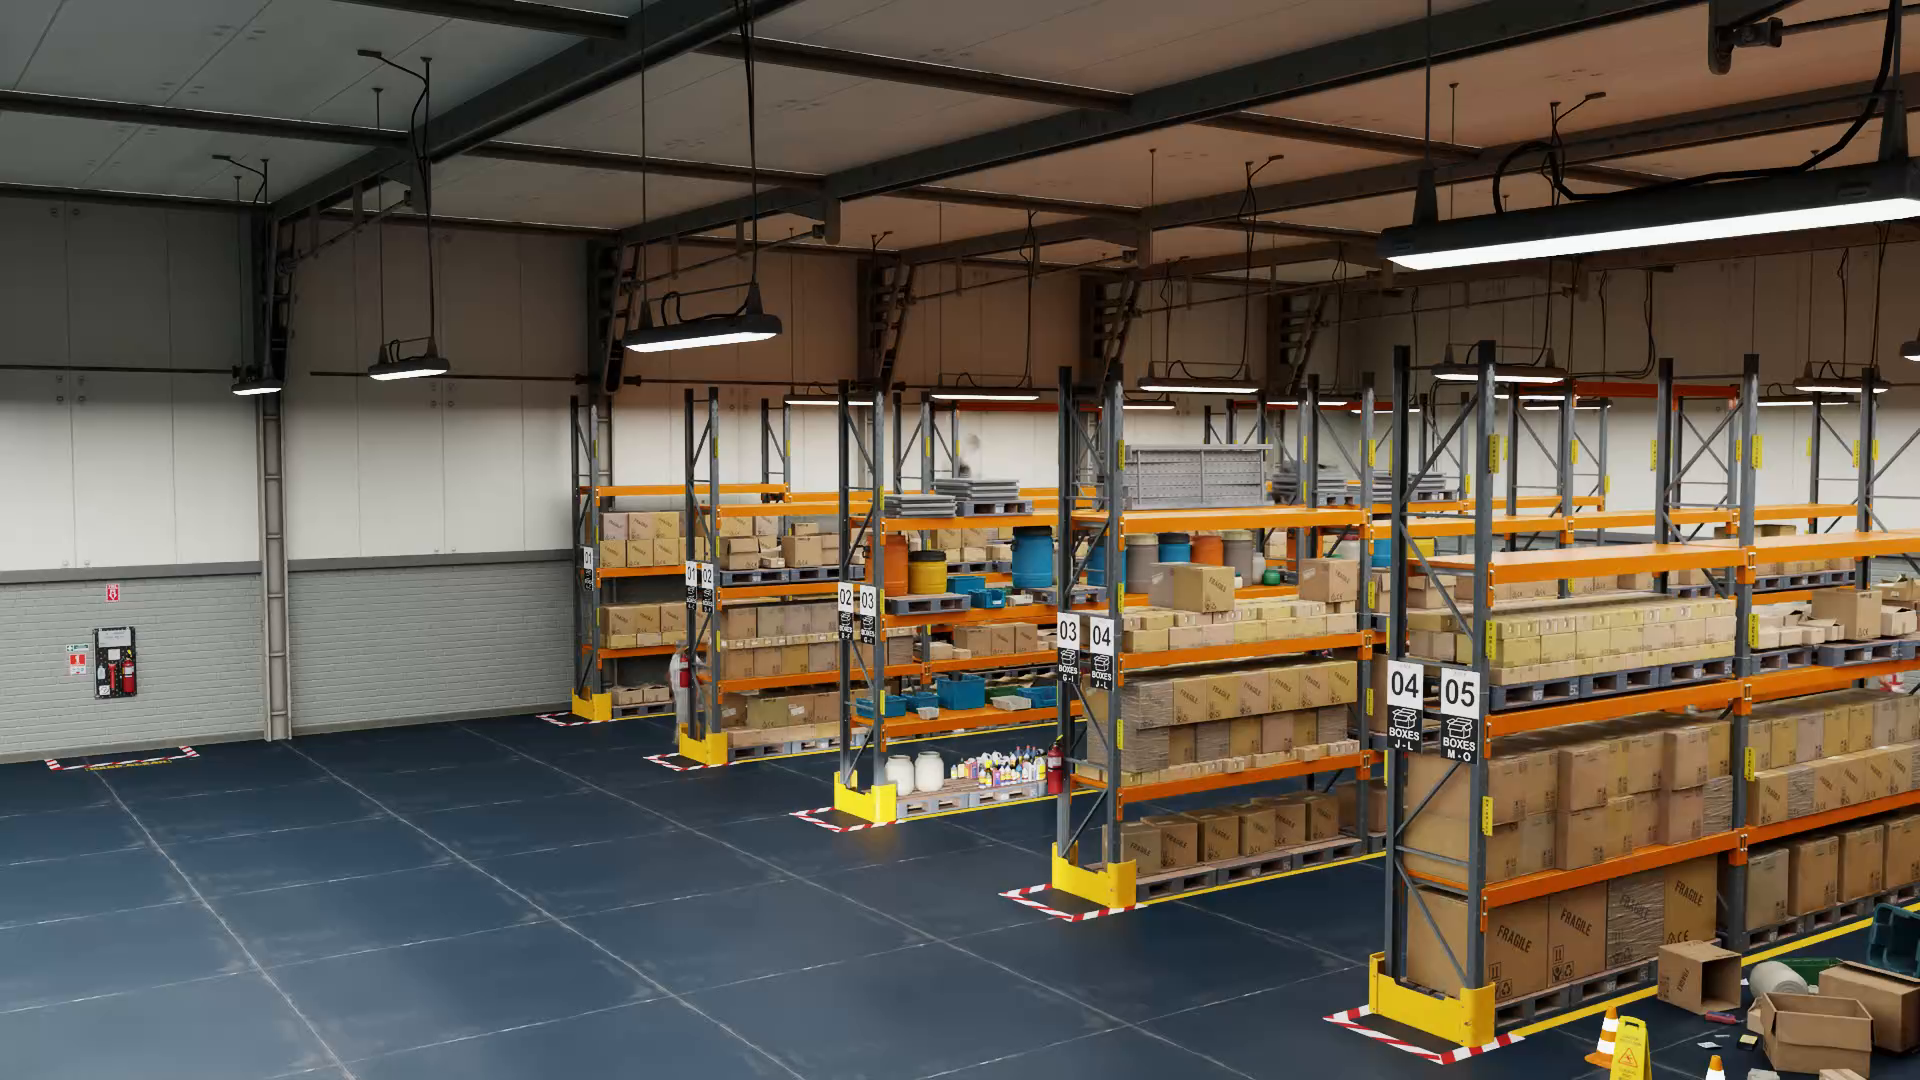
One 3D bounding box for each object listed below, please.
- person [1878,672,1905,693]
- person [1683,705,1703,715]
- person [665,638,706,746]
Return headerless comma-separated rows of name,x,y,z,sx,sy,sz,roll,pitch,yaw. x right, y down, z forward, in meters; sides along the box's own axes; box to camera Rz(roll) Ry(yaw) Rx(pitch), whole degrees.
person,15.877,2.594,28.213,0.706,1.731,0.538,-3,4,-37
person,9.722,3.015,22.153,0.554,1.660,0.616,-3,5,-40
person,-4.704,2.577,28.437,0.679,1.836,0.832,3,4,40
